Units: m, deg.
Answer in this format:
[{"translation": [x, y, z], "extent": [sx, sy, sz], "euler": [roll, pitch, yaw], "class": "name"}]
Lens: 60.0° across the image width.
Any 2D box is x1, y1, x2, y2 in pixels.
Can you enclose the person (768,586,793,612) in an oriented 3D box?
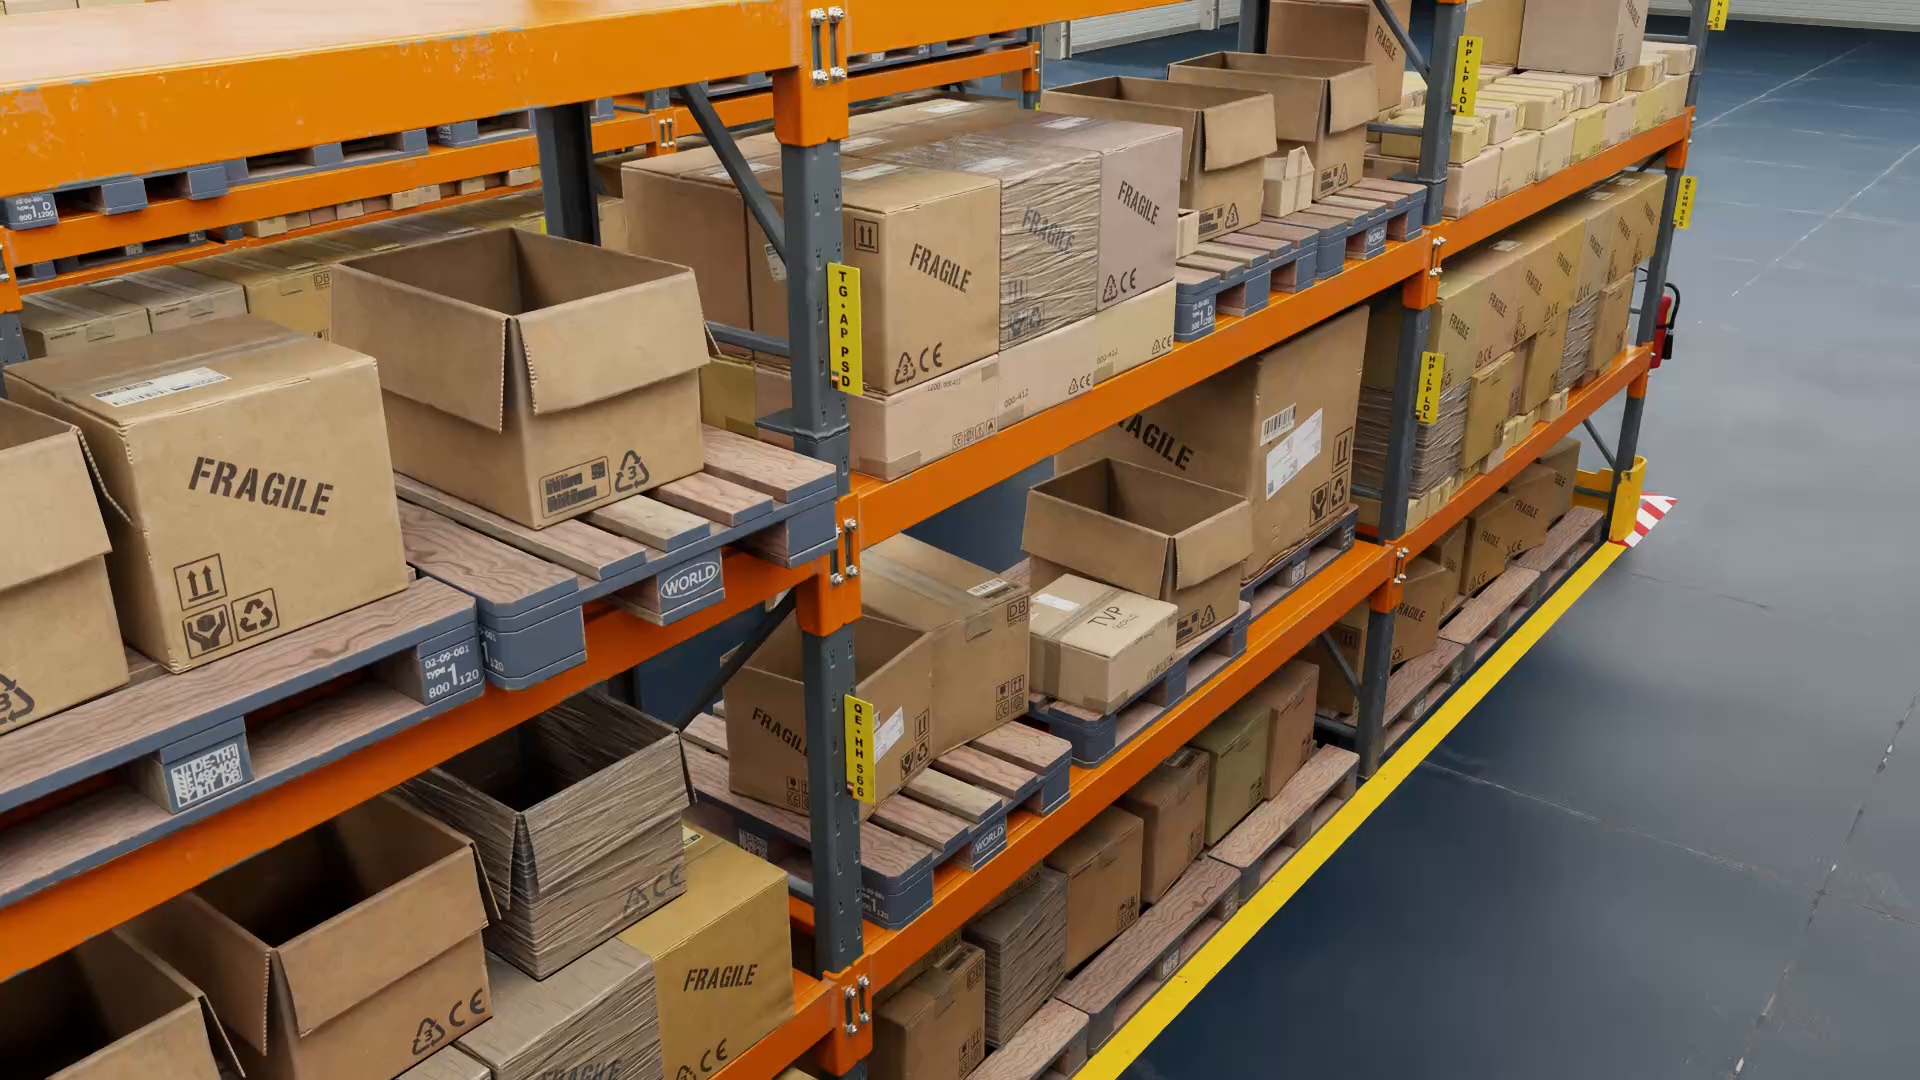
[{"translation": [-0.796, 0.175, 9.882], "extent": [0.869, 0.846, 0.468], "euler": [17, 29, 33], "class": "person"}]
